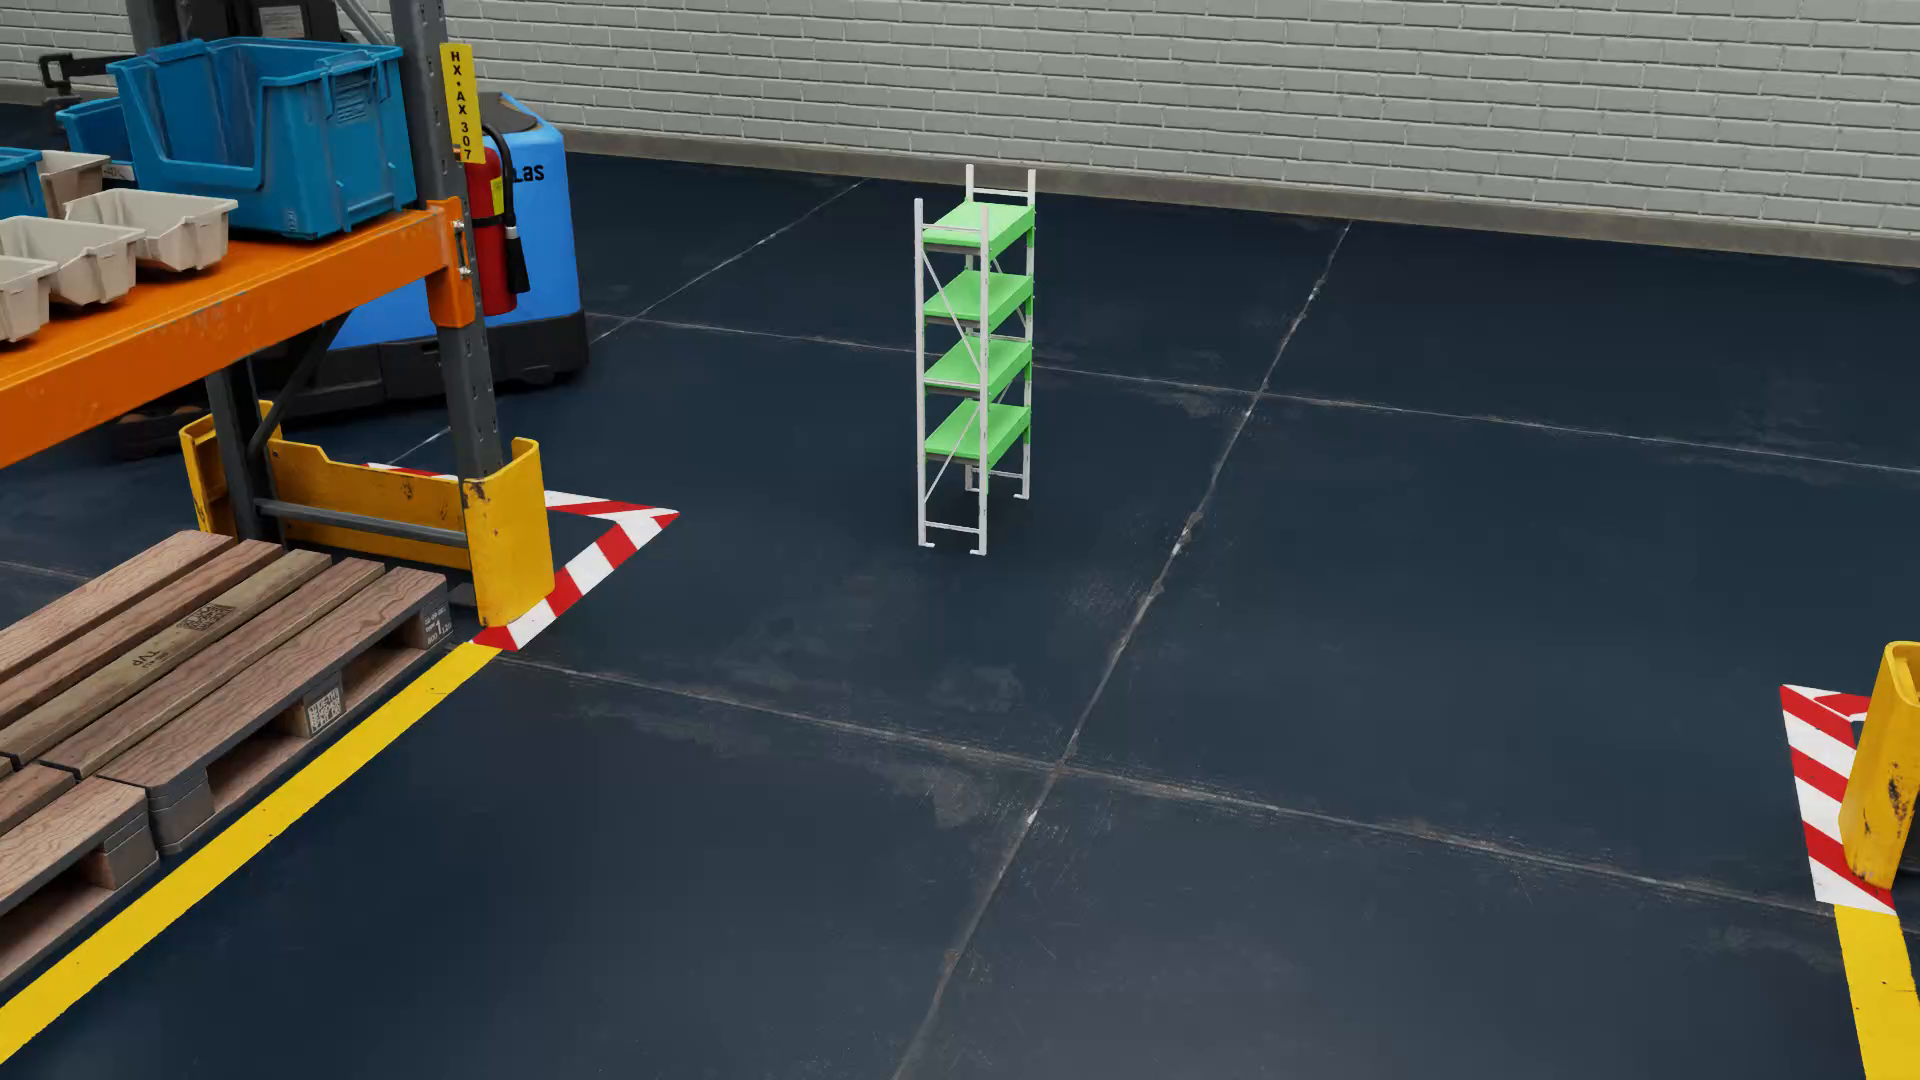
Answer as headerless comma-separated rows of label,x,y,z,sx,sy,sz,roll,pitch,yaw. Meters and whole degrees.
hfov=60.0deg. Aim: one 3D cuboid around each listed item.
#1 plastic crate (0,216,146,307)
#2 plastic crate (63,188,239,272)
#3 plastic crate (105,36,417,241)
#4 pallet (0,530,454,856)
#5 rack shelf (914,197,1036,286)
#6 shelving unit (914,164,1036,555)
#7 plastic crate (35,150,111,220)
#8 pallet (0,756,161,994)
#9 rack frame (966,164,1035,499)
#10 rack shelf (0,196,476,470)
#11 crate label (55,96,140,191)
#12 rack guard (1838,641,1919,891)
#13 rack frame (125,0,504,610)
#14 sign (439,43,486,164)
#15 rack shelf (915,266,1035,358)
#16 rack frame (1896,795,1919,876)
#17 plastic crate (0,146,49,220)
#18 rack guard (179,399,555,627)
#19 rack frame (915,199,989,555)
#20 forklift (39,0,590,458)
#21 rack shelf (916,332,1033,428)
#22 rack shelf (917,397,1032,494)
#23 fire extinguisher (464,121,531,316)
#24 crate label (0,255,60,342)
plastic crate,-2.118,-0.643,3.869,0.396,0.136,0.243,9,27,17
plastic crate,-2.008,-0.760,4.111,0.396,0.136,0.243,9,27,17
plastic crate,-1.843,-1.091,4.452,0.616,0.435,0.499,9,27,17
pallet,-2.219,0.376,4.732,1.003,0.211,1.213,9,27,17
rack shelf,0.055,-0.983,5.448,0.258,0.148,0.480,9,27,17
shelving unit,0.055,-0.608,5.629,0.258,1.200,0.503,9,27,17
plastic crate,-2.485,-0.948,4.499,0.250,0.136,0.298,9,27,17
pallet,-2.626,0.875,3.700,1.003,0.211,1.213,9,27,17
rack frame,0.136,-0.708,5.836,0.240,1.200,0.015,9,27,17
rack shelf,-2.573,-0.067,3.272,1.077,0.370,4.000,9,27,17
crate label,-2.300,-1.111,4.725,0.416,0.233,0.303,9,27,17
rack guard,2.771,0.621,3.894,1.175,0.500,0.348,9,27,17
rack frame,-1.908,-1.213,4.813,1.000,3.000,0.127,9,27,17
sign,-1.384,-1.213,4.626,0.100,0.325,0.005,9,27,17
rack shelf,0.055,-0.767,5.552,0.258,0.148,0.480,9,27,17
rack frame,2.763,-0.495,3.329,1.000,3.000,0.127,9,27,17
plastic crate,-2.519,-0.840,4.166,0.416,0.233,0.300,9,27,17
rack guard,-1.912,-0.099,5.382,1.175,0.500,0.348,9,27,17
rack frame,-0.026,-0.508,5.422,0.240,1.200,0.015,9,27,17
forklift,-3.146,-1.897,6.304,3.031,2.935,1.130,-13,29,-24
rack shelf,0.055,-0.551,5.657,0.258,0.148,0.480,9,27,17
rack shelf,0.055,-0.335,5.761,0.258,0.148,0.480,9,27,17
fire extinguisher,-1.429,-1.006,4.903,0.296,0.674,0.183,9,27,17
crate label,-2.188,-0.525,3.625,0.396,0.136,0.243,9,27,17
